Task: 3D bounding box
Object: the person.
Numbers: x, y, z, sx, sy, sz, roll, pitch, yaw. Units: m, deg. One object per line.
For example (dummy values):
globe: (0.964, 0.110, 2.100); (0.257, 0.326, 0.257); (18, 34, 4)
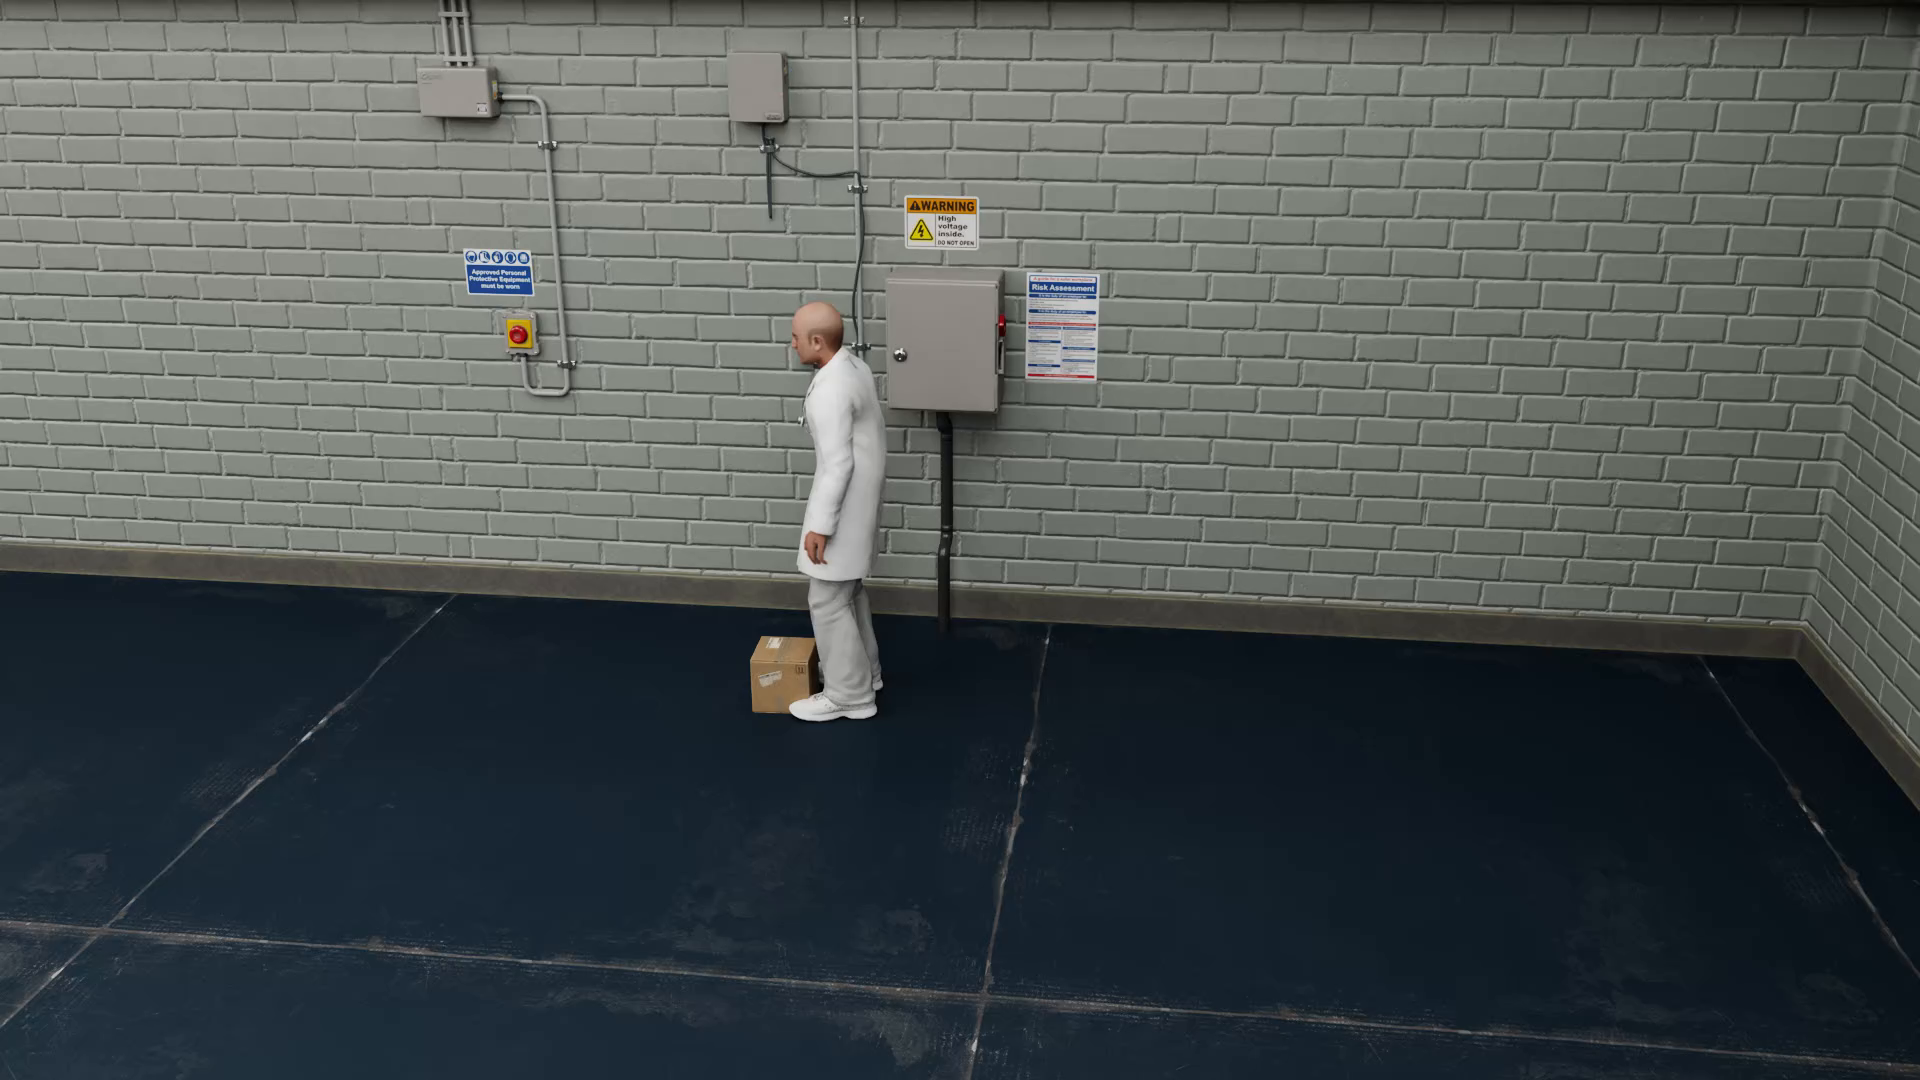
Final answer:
person: (-0.510, -0.119, 6.914); (0.420, 1.774, 0.643); (2, 21, 6)
